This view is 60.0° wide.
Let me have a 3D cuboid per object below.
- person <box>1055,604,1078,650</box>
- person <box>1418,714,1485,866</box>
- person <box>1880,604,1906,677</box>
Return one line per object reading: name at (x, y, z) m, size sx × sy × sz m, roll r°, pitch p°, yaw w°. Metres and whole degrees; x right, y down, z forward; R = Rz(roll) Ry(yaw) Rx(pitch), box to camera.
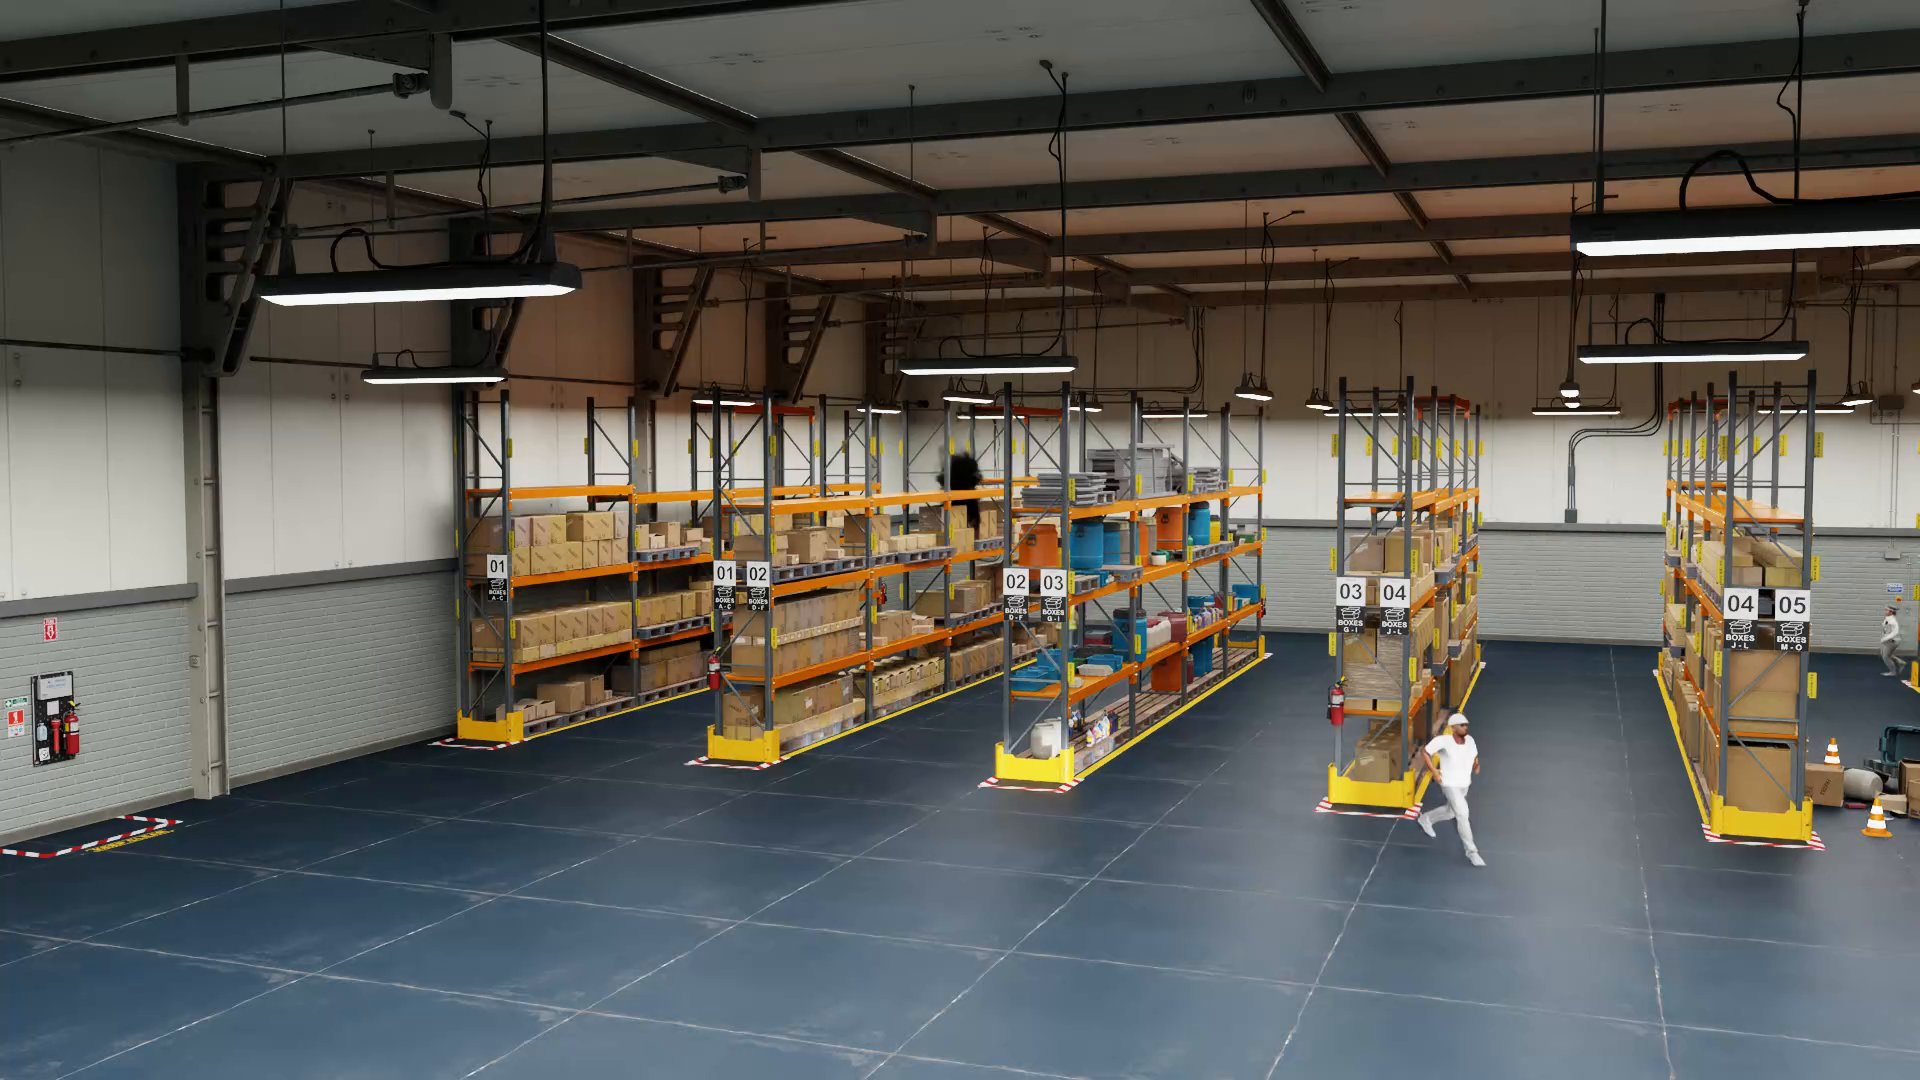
person at (2.198, 1.944, 34.917) m, size 0.680 × 1.886 × 0.743 m, roll 0°, pitch 3°, yaw 9°
person at (6.071, 3.011, 20.406) m, size 0.652 × 1.793 × 1.104 m, roll -2°, pitch 4°, yaw -34°
person at (20.407, 2.198, 36.351) m, size 0.558 × 1.607 × 0.610 m, roll 1°, pitch 3°, yaw 23°
